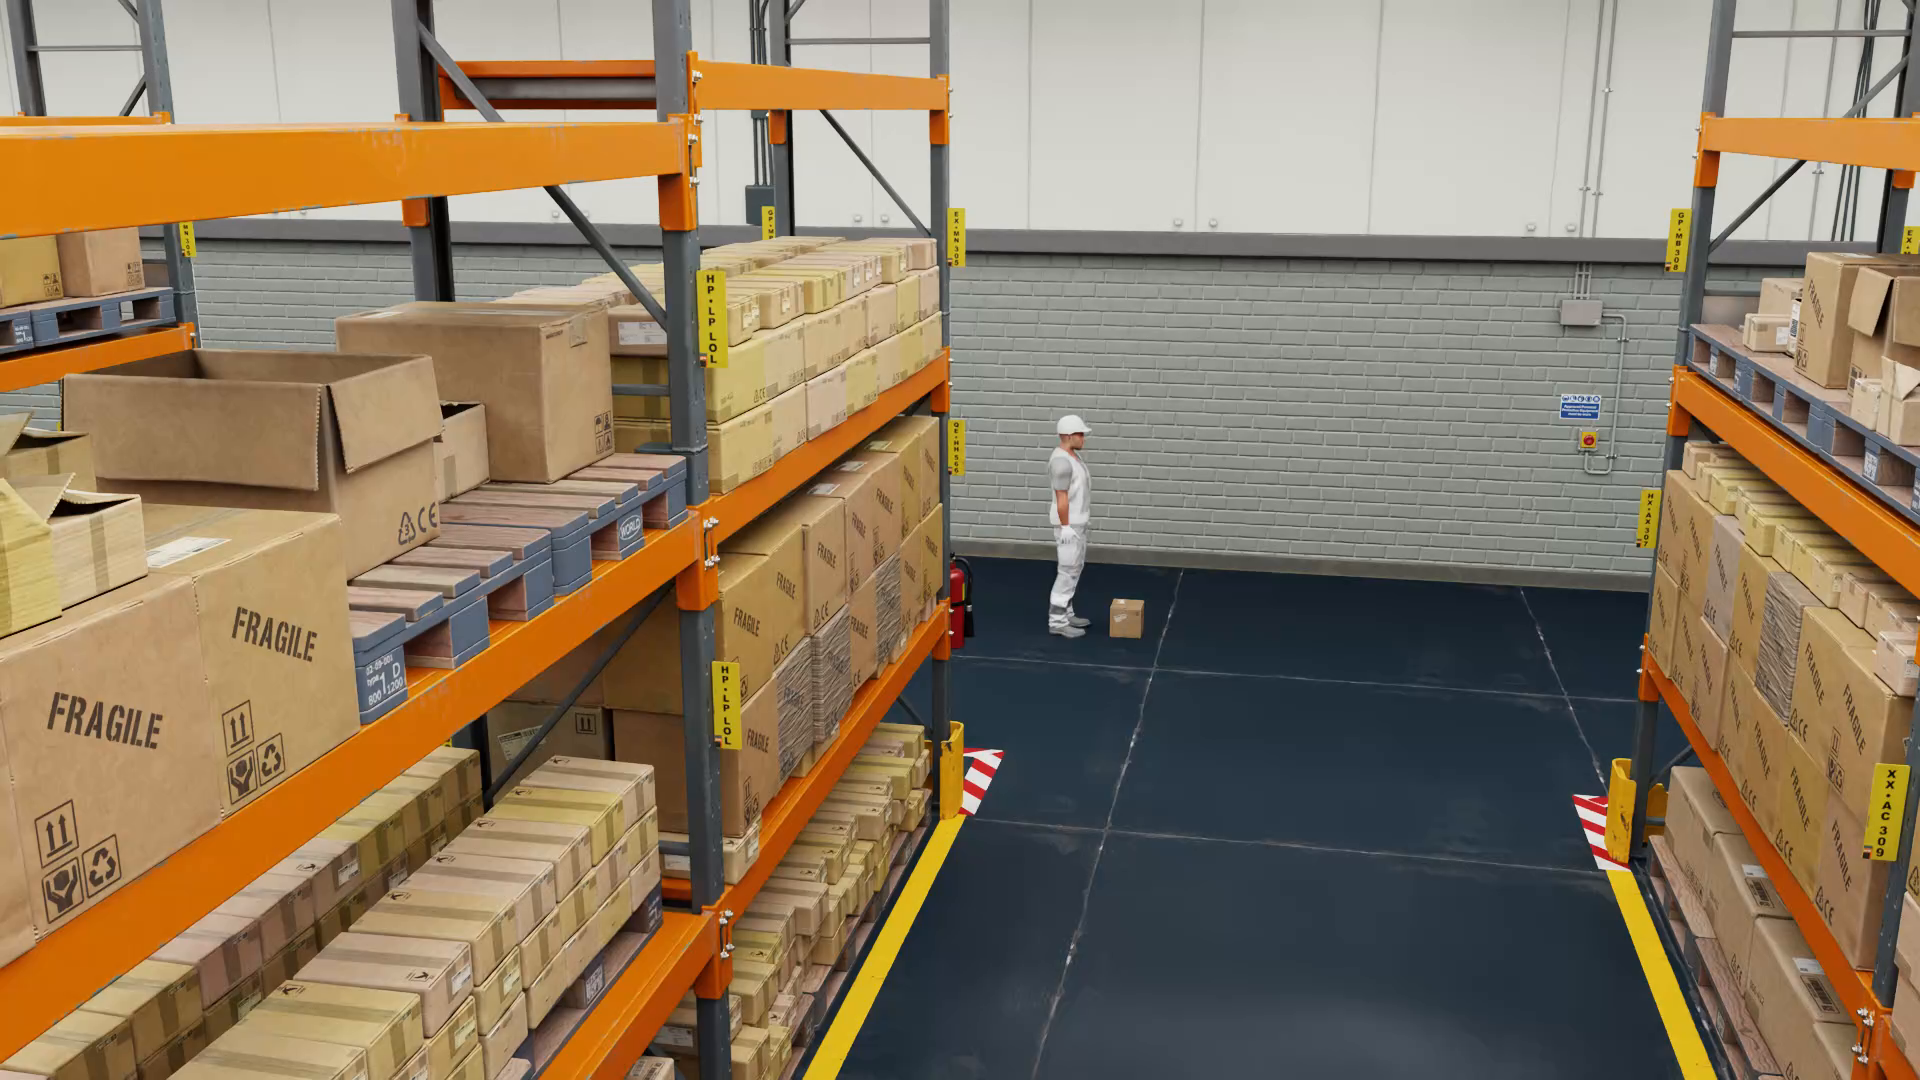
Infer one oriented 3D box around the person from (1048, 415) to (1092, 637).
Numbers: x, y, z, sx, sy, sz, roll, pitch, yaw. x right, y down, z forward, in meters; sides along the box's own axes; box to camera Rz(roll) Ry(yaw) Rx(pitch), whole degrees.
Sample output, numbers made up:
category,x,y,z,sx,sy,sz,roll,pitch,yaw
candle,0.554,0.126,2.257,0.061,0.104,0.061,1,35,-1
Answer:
category,x,y,z,sx,sy,sz,roll,pitch,yaw
person,0.890,-0.129,13.472,0.338,1.784,0.526,3,15,12
